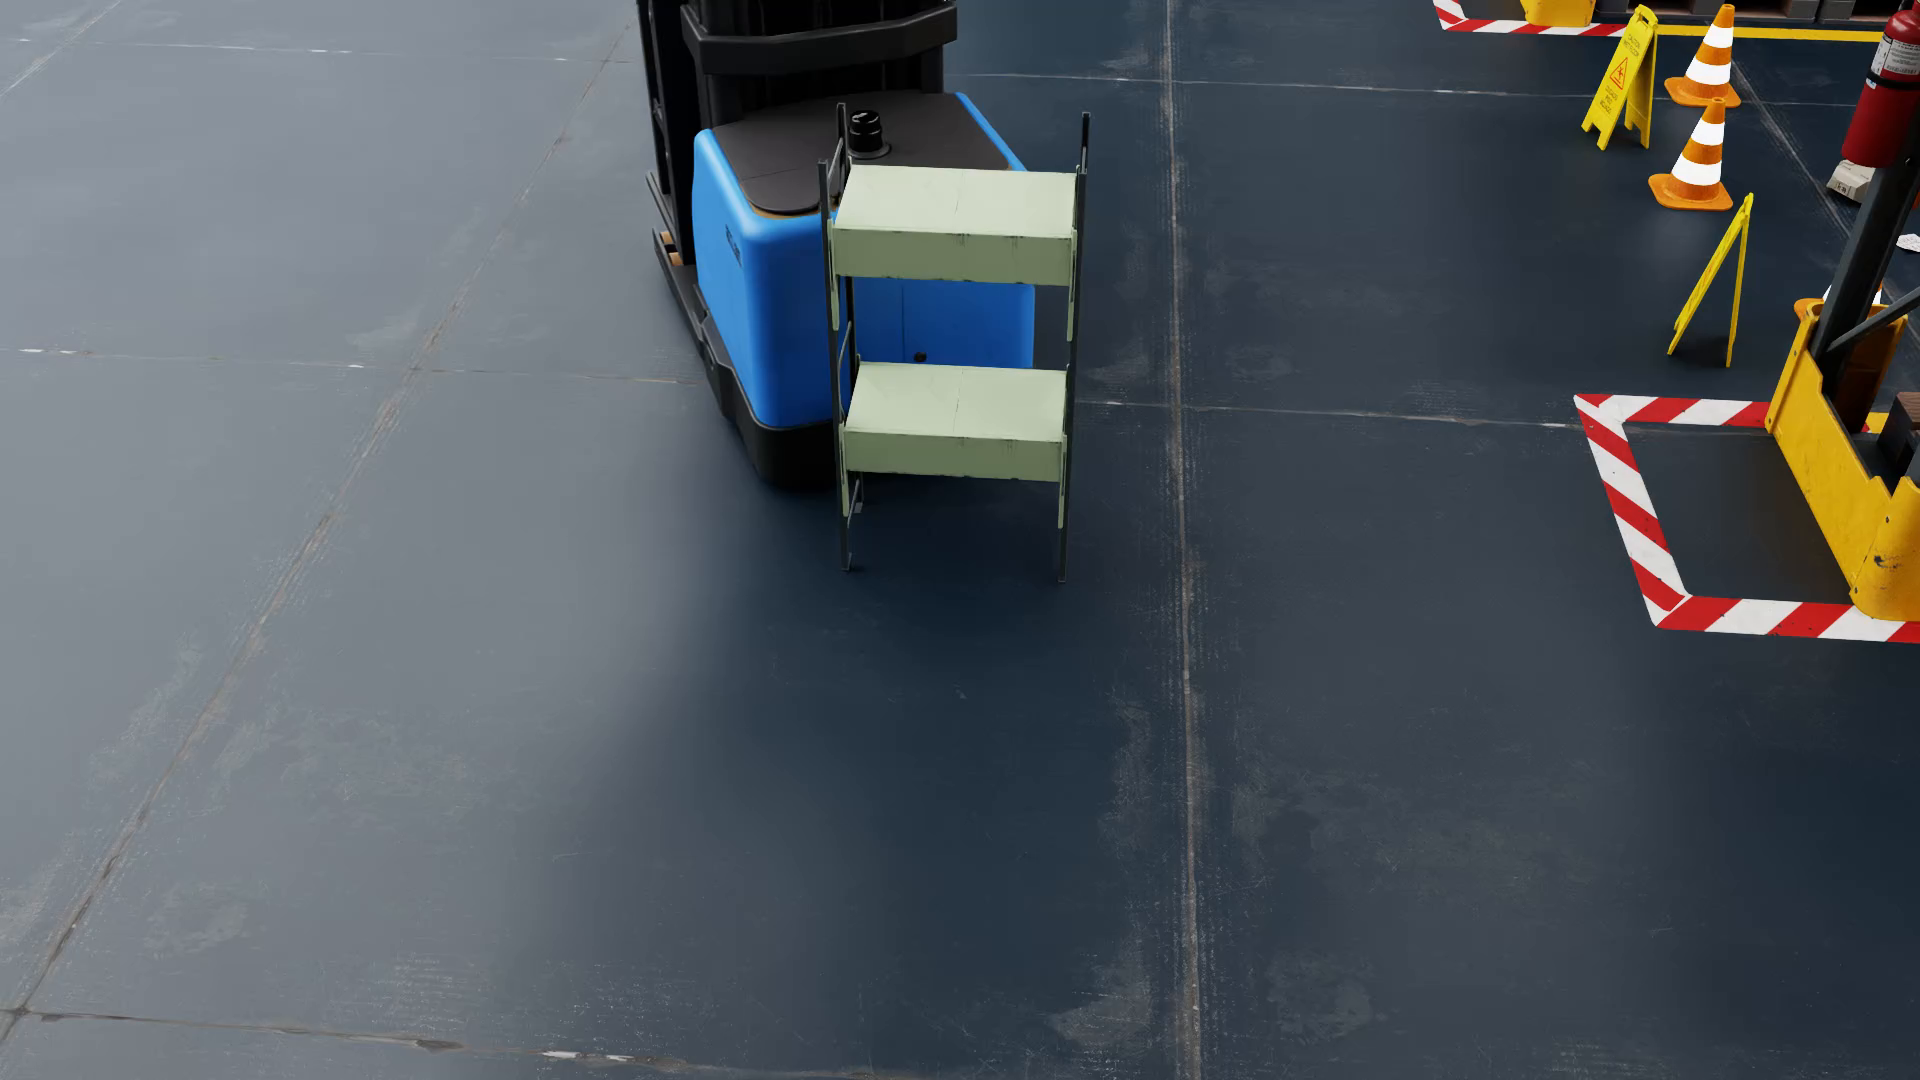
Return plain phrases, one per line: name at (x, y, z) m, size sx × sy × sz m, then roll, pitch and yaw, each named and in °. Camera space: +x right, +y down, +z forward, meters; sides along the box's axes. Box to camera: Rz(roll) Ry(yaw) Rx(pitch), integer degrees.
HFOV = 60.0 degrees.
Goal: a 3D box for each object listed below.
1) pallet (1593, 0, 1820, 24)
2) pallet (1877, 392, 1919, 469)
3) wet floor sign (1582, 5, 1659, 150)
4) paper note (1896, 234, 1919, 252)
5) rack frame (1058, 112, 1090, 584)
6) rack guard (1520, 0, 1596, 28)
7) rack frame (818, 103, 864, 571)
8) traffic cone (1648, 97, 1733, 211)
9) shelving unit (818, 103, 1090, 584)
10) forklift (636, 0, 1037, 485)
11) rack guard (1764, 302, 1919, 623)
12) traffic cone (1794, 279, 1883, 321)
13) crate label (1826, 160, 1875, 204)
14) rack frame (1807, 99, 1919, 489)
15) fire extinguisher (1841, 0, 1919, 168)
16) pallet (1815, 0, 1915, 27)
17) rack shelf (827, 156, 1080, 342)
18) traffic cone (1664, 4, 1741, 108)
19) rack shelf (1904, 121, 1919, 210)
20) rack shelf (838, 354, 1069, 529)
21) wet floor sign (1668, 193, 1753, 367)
pallet at (4.223, -3.311, 9.650) m, size 1.213 × 0.211 × 1.003 m, roll 3°, pitch 39°, yaw 4°
pallet at (3.976, -0.116, 5.725) m, size 1.213 × 0.211 × 1.003 m, roll 3°, pitch 39°, yaw 4°
wet floor sign at (3.220, -2.230, 7.978) m, size 0.232 × 0.644 × 0.267 m, roll -3°, pitch 39°, yaw -4°
paper note at (4.207, -1.317, 7.344) m, size 0.142 × 0.019 × 0.148 m, roll -10°, pitch 40°, yaw -12°
rack frame at (0.358, -0.562, 5.252) m, size 0.023 × 1.500 × 0.400 m, roll 3°, pitch 39°, yaw 4°
rack guard at (3.396, -3.419, 9.554) m, size 0.348 × 0.500 × 1.175 m, roll 3°, pitch 39°, yaw 4°
rack frame at (-0.371, -0.602, 5.301) m, size 0.023 × 1.500 × 0.400 m, roll 3°, pitch 39°, yaw 4°
traffic cone at (3.390, -1.789, 7.581) m, size 0.334 × 0.463 × 0.336 m, roll 3°, pitch 39°, yaw 4°
shelving unit at (-0.007, -0.582, 5.277) m, size 0.755 × 1.500 × 0.431 m, roll 3°, pitch 39°, yaw 4°
forklift at (-0.682, -2.266, 6.212) m, size 1.130 × 2.935 × 3.031 m, roll -12°, pitch 41°, yaw -15°
rack guard at (3.169, -0.294, 5.716) m, size 0.348 × 0.500 × 1.175 m, roll 3°, pitch 39°, yaw 4°
traffic cone at (3.633, -1.072, 6.701) m, size 0.334 × 0.463 × 0.336 m, roll 3°, pitch 39°, yaw 4°
crate label at (4.179, -1.658, 7.679) m, size 0.298 × 0.136 × 0.250 m, roll -16°, pitch 42°, yaw -19°
rack frame at (3.094, -1.268, 4.932) m, size 0.127 × 3.000 × 1.000 m, roll 3°, pitch 39°, yaw 4°
fire extinguisher at (3.019, -1.534, 5.320) m, size 0.183 × 0.674 × 0.296 m, roll 3°, pitch 39°, yaw 4°
pallet at (5.436, -3.243, 9.567) m, size 1.213 × 0.211 × 1.003 m, roll 3°, pitch 39°, yaw 4°
rack shelf at (-0.007, -0.885, 5.031) m, size 0.720 × 0.370 × 0.431 m, roll 3°, pitch 39°, yaw 4°
traffic cone at (3.827, -2.481, 8.431) m, size 0.334 × 0.463 × 0.336 m, roll 3°, pitch 39°, yaw 4°
rack shelf at (5.086, -0.880, 5.025) m, size 4.000 × 0.370 × 1.077 m, roll 3°, pitch 39°, yaw 4°
rack shelf at (-0.007, -0.329, 5.483) m, size 0.720 × 0.370 × 0.431 m, roll 3°, pitch 39°, yaw 4°
wet floor sign at (2.997, -1.038, 6.514) m, size 0.232 × 0.644 × 0.267 m, roll 16°, pitch 42°, yaw 19°
